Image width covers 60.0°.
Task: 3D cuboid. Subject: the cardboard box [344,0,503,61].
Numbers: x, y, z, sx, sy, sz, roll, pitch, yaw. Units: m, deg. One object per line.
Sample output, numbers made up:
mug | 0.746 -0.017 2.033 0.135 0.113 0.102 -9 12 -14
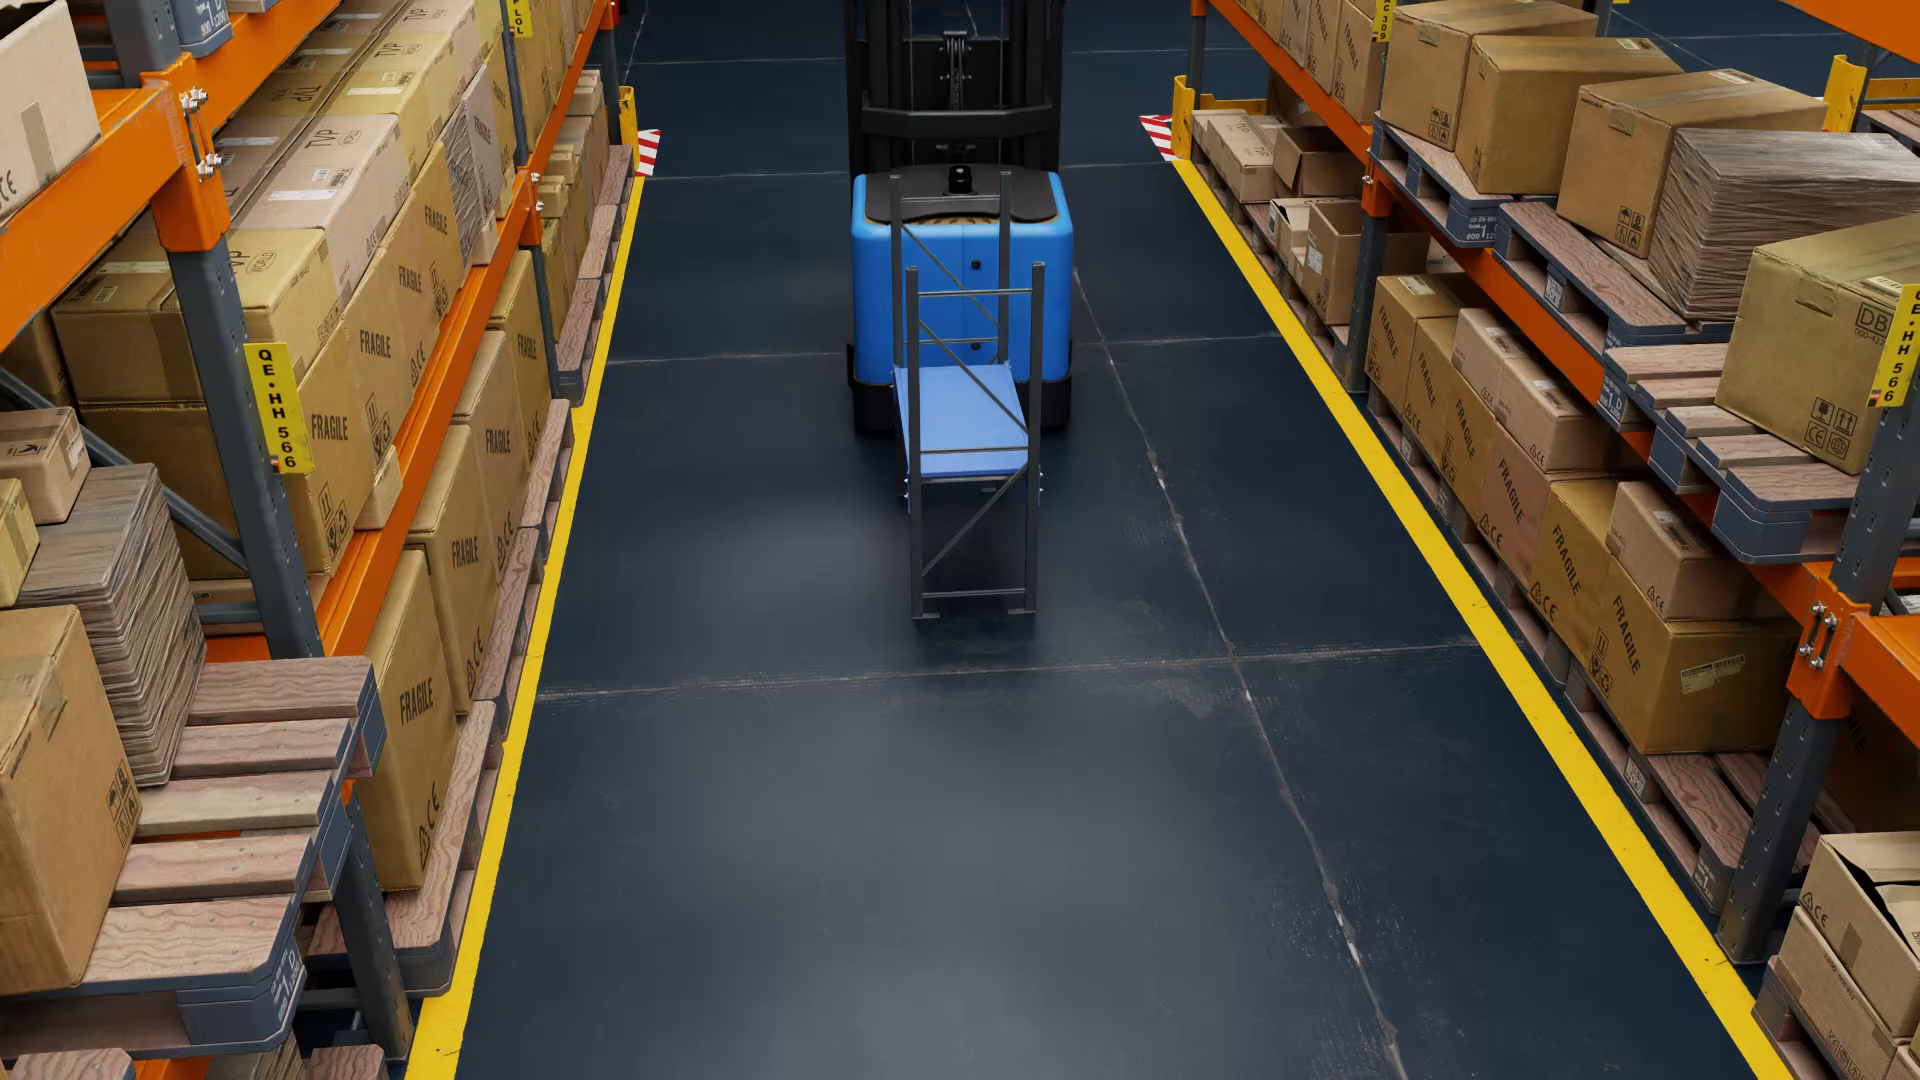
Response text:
cardboard box | -2.159 -2.119 6.734 0.500 0.250 0.500 -2 31 -3

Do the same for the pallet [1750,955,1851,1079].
pallet | 2.886 1.578 4.401 1.003 0.211 1.213 -3 31 -5

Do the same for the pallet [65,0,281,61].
pallet | -2.197 -1.334 3.818 1.213 0.211 1.003 -1 31 -2

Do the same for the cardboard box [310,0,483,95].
cardboard box | -2.121 -1.857 6.296 0.500 0.250 0.500 -2 31 -4

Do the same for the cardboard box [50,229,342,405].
cardboard box | -1.872 -0.562 4.127 0.500 0.250 0.500 -2 31 -3

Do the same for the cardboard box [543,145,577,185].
cardboard box | -2.324 -2.066 9.180 0.380 0.149 0.250 -4 31 -6

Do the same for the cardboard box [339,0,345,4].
cardboard box | -2.674 -2.098 6.698 0.500 0.250 0.500 -2 31 -3

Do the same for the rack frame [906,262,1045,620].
rack frame | 0.055 -0.341 6.358 0.500 1.500 0.032 -3 31 -5

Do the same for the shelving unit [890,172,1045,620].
shelving unit | 0.008 -0.600 6.792 0.538 1.500 1.048 -3 31 -5

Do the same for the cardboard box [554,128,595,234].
cardboard box | -2.572 -2.128 9.916 0.700 0.500 0.500 -4 31 -6

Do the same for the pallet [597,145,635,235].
pallet | -2.678 -2.284 10.869 1.003 0.211 1.213 -3 31 -5

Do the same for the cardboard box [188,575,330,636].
cardboard box | -1.884 0.119 4.352 0.380 0.149 0.250 -3 31 -5

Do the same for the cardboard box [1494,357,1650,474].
cardboard box | 2.418 -0.495 6.432 0.500 0.250 0.500 -3 31 -6

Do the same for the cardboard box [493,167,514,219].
cardboard box | -2.097 -1.458 6.991 0.380 0.149 0.250 -2 31 -4

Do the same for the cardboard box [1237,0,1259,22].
cardboard box | 1.977 -3.409 9.935 0.500 0.500 0.500 -3 31 -5

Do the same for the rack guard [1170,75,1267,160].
rack guard | 2.108 -3.013 11.807 1.175 0.500 0.348 -3 31 -5

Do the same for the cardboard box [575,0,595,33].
cardboard box | -2.694 -3.384 9.698 0.980 0.700 0.700 -3 31 -5

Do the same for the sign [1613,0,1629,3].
sign | 3.027 -2.609 7.563 0.100 0.325 0.005 -3 31 -5

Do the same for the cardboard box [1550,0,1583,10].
cardboard box | 2.710 -2.809 7.956 0.500 0.500 0.500 -2 31 -3

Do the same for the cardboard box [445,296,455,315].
cardboard box | -2.069 -0.935 6.115 0.380 0.149 0.250 -4 31 -6

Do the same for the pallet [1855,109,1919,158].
pallet | 7.071 -2.741 11.632 1.003 0.211 1.213 -3 31 -5

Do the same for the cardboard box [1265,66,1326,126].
cardboard box | 2.397 -2.975 11.314 0.500 0.500 0.500 -3 31 -5

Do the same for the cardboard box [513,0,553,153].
cardboard box | -2.492 -2.250 7.800 0.980 0.700 0.700 -2 31 -4

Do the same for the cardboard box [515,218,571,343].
cardboard box | -2.425 -1.338 8.592 0.700 0.500 0.500 -2 31 -4

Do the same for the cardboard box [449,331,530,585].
cardboard box | -2.181 -0.322 6.551 0.750 0.750 0.750 -2 31 -3

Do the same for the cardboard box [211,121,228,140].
cardboard box | -2.474 -1.049 4.942 0.500 0.250 0.500 -4 31 -6

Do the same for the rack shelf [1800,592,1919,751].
rack shelf | 3.035 1.289 2.868 1.077 0.370 4.000 -3 31 -5

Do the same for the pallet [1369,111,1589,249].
pallet | 2.440 -1.587 7.170 1.003 0.211 1.213 -3 31 -5

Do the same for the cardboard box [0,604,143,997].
cardboard box | -1.951 0.490 2.978 0.700 0.500 0.500 -6 31 -9

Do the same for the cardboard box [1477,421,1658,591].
cardboard box | 2.424 -0.155 6.592 0.500 0.500 0.500 -4 31 -6

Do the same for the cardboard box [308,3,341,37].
cardboard box | -2.618 -1.831 6.252 0.500 0.250 0.500 -2 31 -4

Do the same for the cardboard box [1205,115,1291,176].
cardboard box | 1.916 -2.587 10.909 0.500 0.250 0.500 -3 31 -5

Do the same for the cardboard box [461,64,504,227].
cardboard box | -2.106 -1.539 6.495 0.500 0.500 0.500 -3 31 -4

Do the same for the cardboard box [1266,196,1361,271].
cardboard box | 2.069 -1.778 9.494 0.500 0.311 0.500 -3 31 -5

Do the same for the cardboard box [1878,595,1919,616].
cardboard box | 3.036 0.330 5.780 0.500 0.500 0.500 -4 31 -6

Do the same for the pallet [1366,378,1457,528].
pallet | 2.588 -0.472 7.835 1.003 0.211 1.213 -3 31 -5

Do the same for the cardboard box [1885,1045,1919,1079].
cardboard box | 2.652 1.497 4.090 0.500 0.250 0.500 -4 31 -6

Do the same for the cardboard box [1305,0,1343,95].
cardboard box | 2.123 -2.632 8.634 0.500 0.500 0.500 -2 31 -3

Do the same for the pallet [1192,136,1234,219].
pallet | 2.183 -2.482 11.200 1.003 0.211 1.213 -3 31 -5

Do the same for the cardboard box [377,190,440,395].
cardboard box | -1.959 -0.762 5.194 0.500 0.500 0.500 -3 31 -5

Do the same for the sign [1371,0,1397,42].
sign | 1.935 -2.425 7.540 0.100 0.325 0.005 -3 31 -5

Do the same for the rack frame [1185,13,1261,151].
rack frame | 2.101 -4.125 11.231 1.000 3.000 0.127 -3 31 -5

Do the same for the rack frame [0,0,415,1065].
rack frame | -2.084 0.198 3.993 1.000 3.000 0.127 -3 31 -5

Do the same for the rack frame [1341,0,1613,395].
rack frame | 2.474 -2.083 7.812 1.000 3.000 0.127 -3 31 -5

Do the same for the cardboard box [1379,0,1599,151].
cardboard box | 2.296 -2.054 7.256 0.700 0.500 0.500 -13 33 -21

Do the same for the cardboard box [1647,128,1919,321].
cardboard box | 2.782 -1.056 5.586 0.700 0.500 0.500 3 31 5

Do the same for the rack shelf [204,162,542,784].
rack shelf | -2.270 -0.514 5.887 1.077 0.370 4.000 -3 31 -5

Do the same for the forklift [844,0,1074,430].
forklift | -0.041 -2.511 8.595 1.130 2.935 3.031 -1 31 -2

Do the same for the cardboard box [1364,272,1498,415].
cardboard box | 2.277 -0.940 7.907 0.500 0.500 0.500 -4 31 -7
